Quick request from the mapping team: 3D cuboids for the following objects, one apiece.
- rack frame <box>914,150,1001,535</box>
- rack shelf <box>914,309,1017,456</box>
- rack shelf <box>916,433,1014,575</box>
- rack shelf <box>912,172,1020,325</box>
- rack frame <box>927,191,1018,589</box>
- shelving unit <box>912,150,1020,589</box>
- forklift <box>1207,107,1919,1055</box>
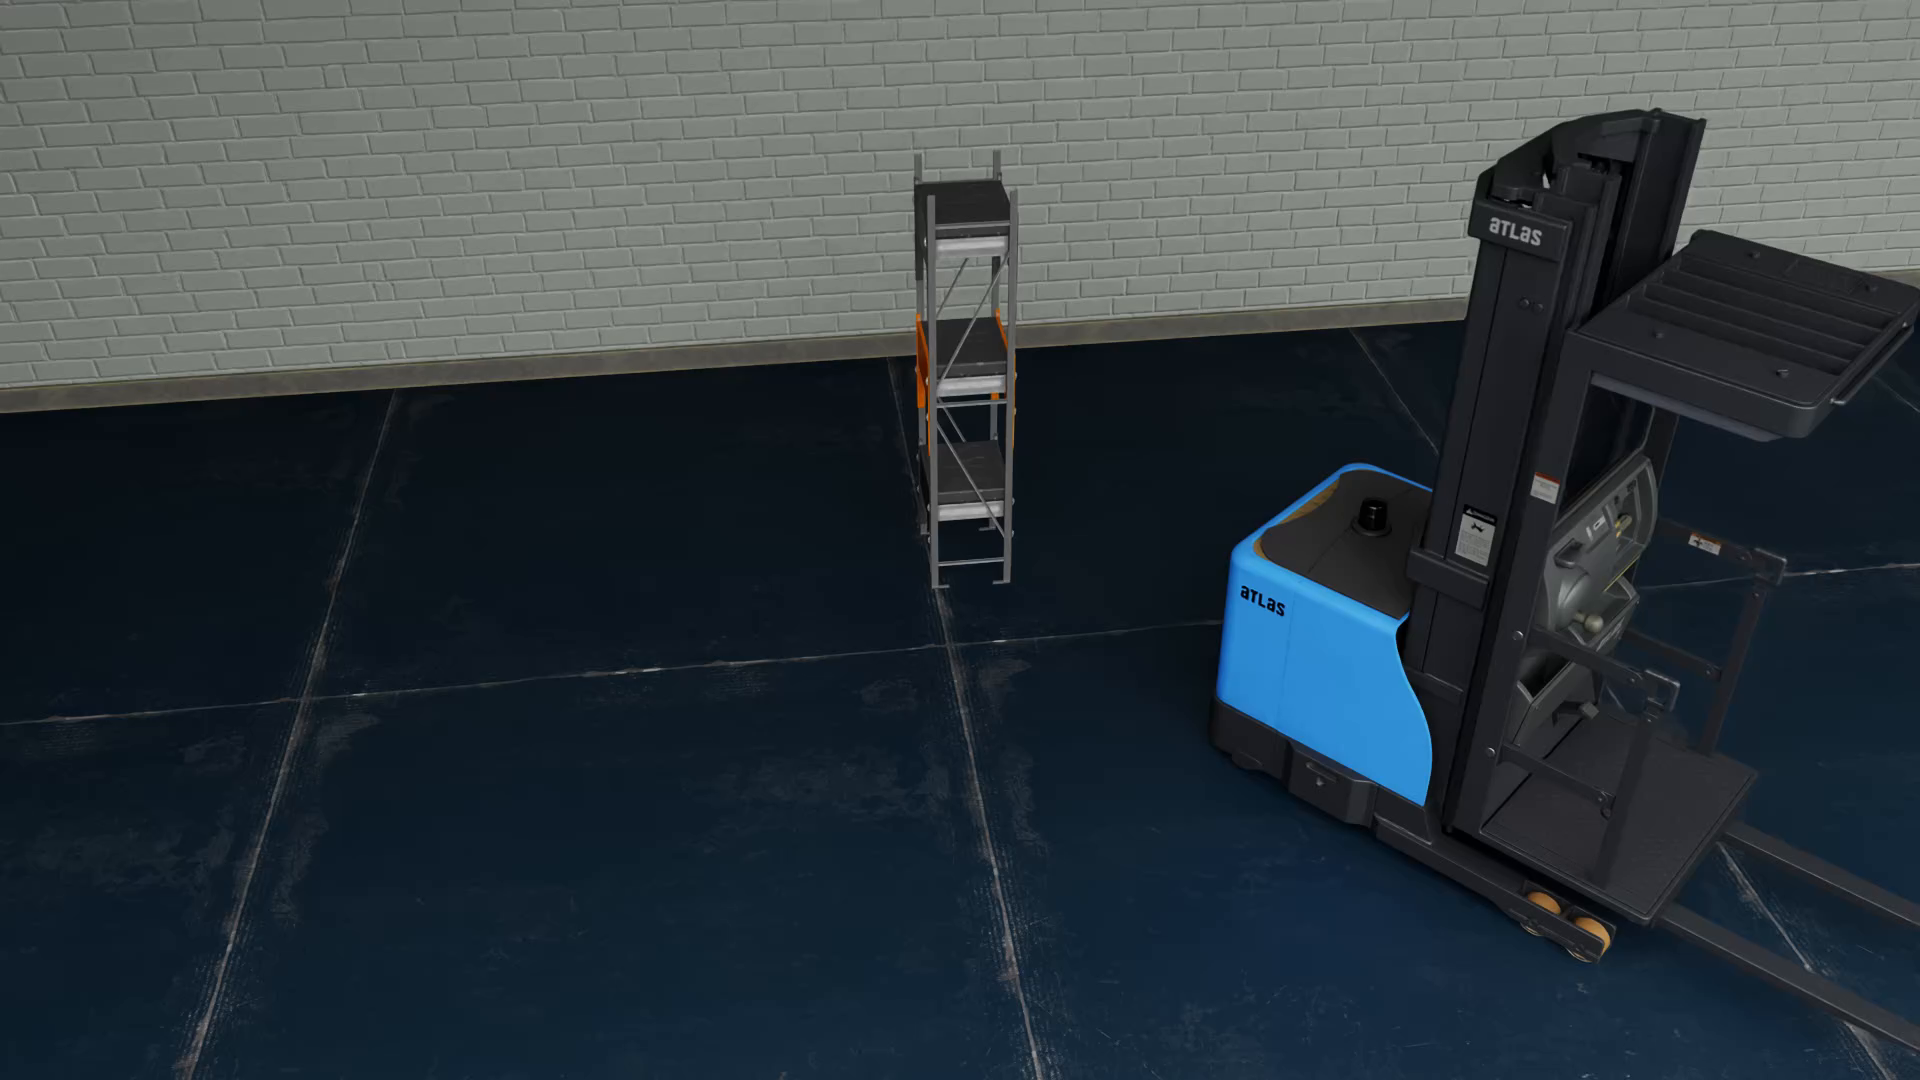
[{"bbox_3d":[-0.011,-0.911,8.223,0.400,2.100,0.015,-4,35,-6],"label":"rack frame"},{"bbox_3d":[0.022,-0.764,8.031,0.431,0.518,0.480,-4,35,-6],"label":"rack shelf"},{"bbox_3d":[0.022,-0.186,8.425,0.431,0.518,0.480,-4,35,-6],"label":"rack shelf"},{"bbox_3d":[0.022,-1.342,7.637,0.431,0.518,0.480,-4,35,-6],"label":"rack shelf"},{"bbox_3d":[0.055,-0.639,7.823,0.400,2.100,0.015,-4,35,-6],"label":"rack frame"},{"bbox_3d":[0.022,-0.775,8.023,0.431,2.100,0.503,-4,35,-6],"label":"shelving unit"},{"bbox_3d":[2.526,0.068,6.047,3.031,2.935,1.130,27,43,34],"label":"forklift"}]
